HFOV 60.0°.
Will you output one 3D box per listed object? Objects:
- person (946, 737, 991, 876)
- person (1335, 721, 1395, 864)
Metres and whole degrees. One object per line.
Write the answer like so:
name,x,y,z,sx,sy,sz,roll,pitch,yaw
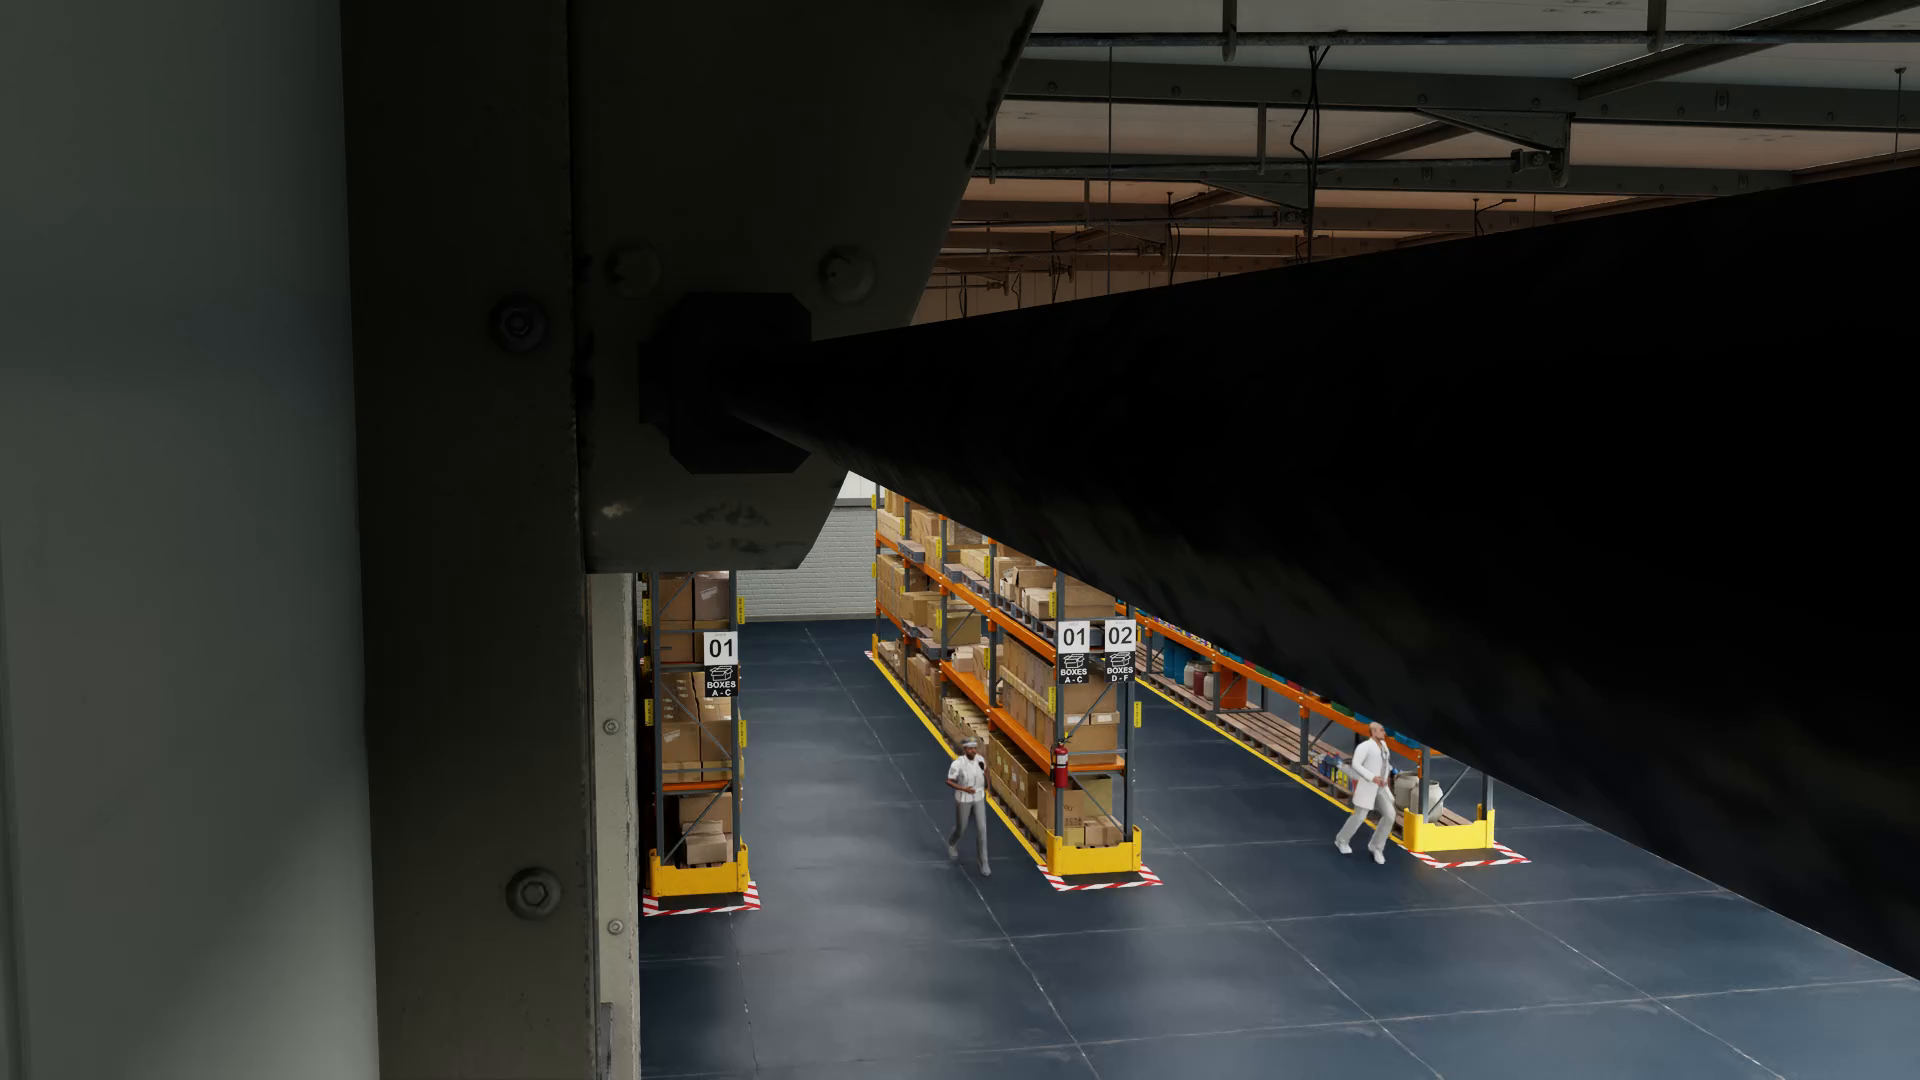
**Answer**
person,0.121,3.316,21.099,0.625,1.720,0.887,-2,6,-21
person,5.350,3.261,21.644,0.770,1.789,0.754,-4,7,-34
